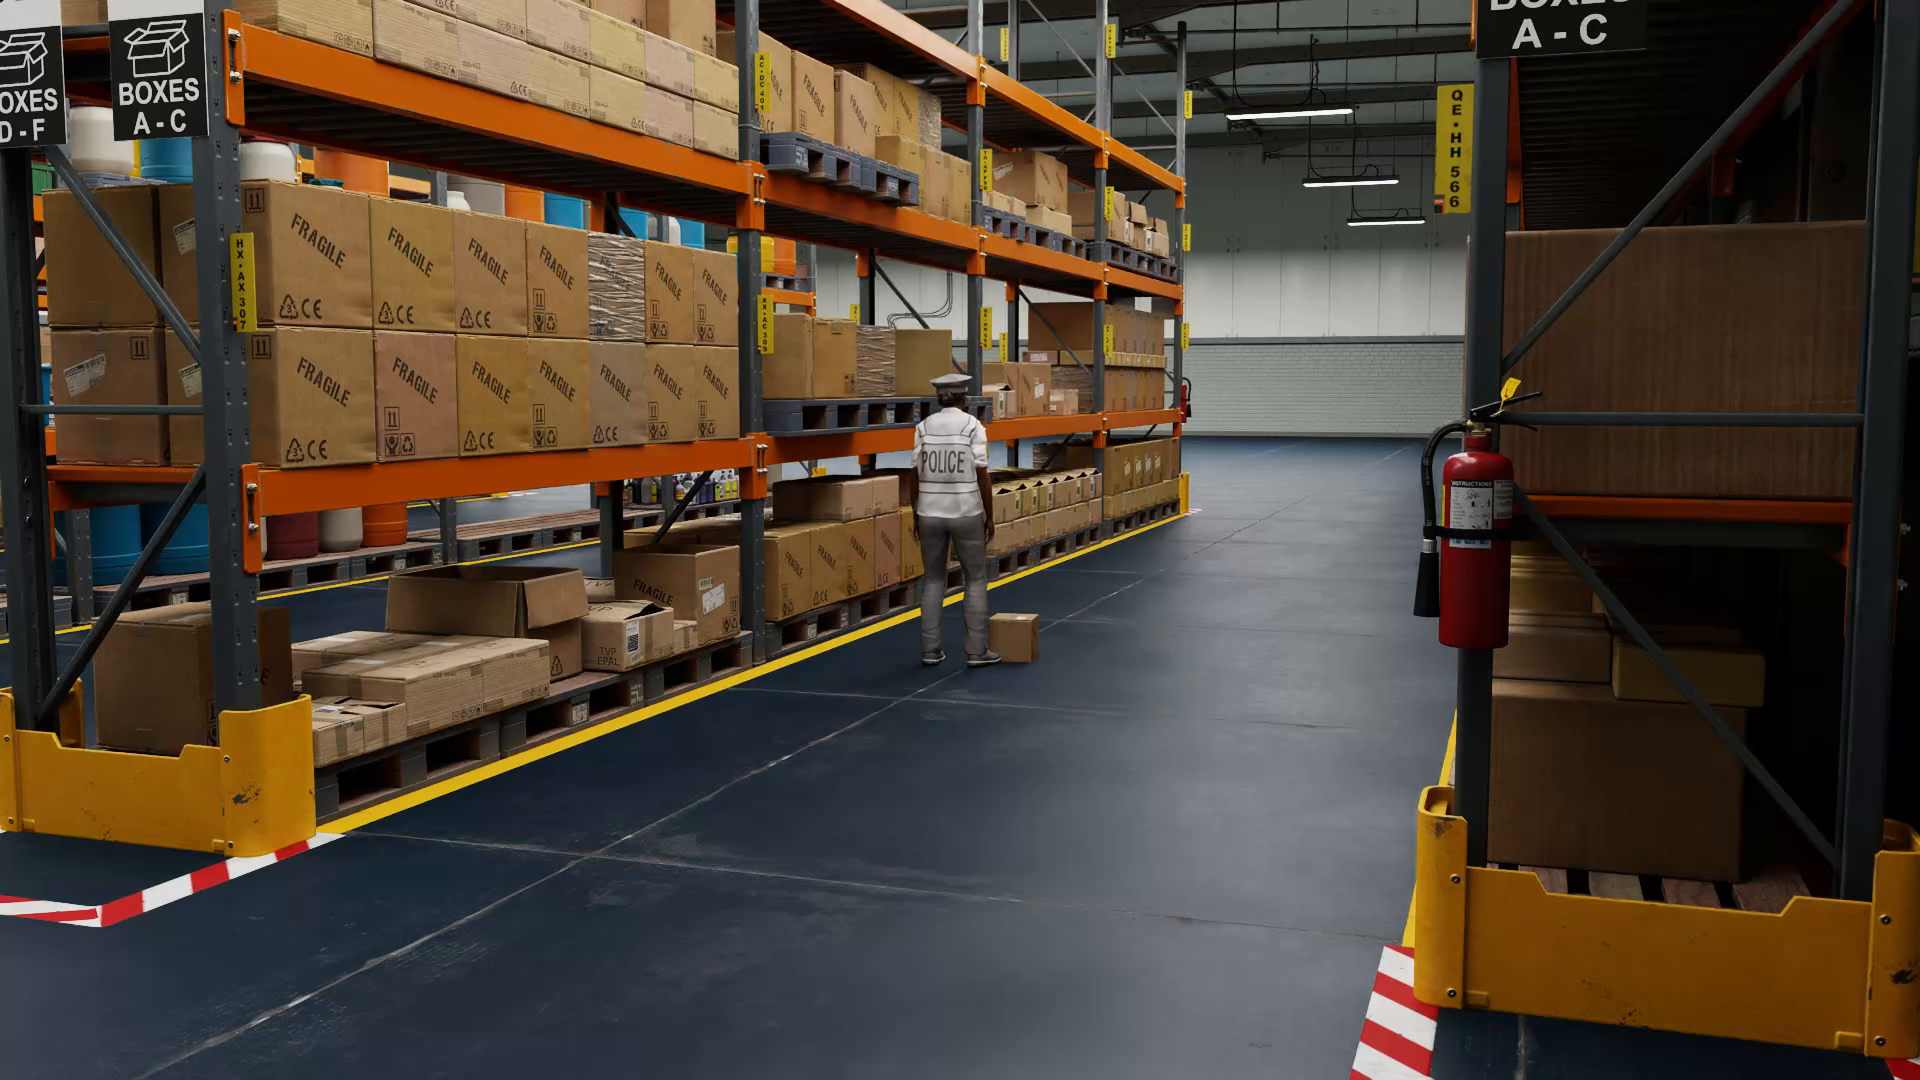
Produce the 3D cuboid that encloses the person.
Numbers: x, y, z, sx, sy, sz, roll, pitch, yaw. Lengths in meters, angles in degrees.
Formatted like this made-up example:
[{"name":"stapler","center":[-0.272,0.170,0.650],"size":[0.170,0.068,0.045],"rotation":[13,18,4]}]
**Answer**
[{"name":"person","center":[-0.038,-0.114,9.486],"size":[0.505,1.656,0.396],"rotation":[2,6,16]}]
